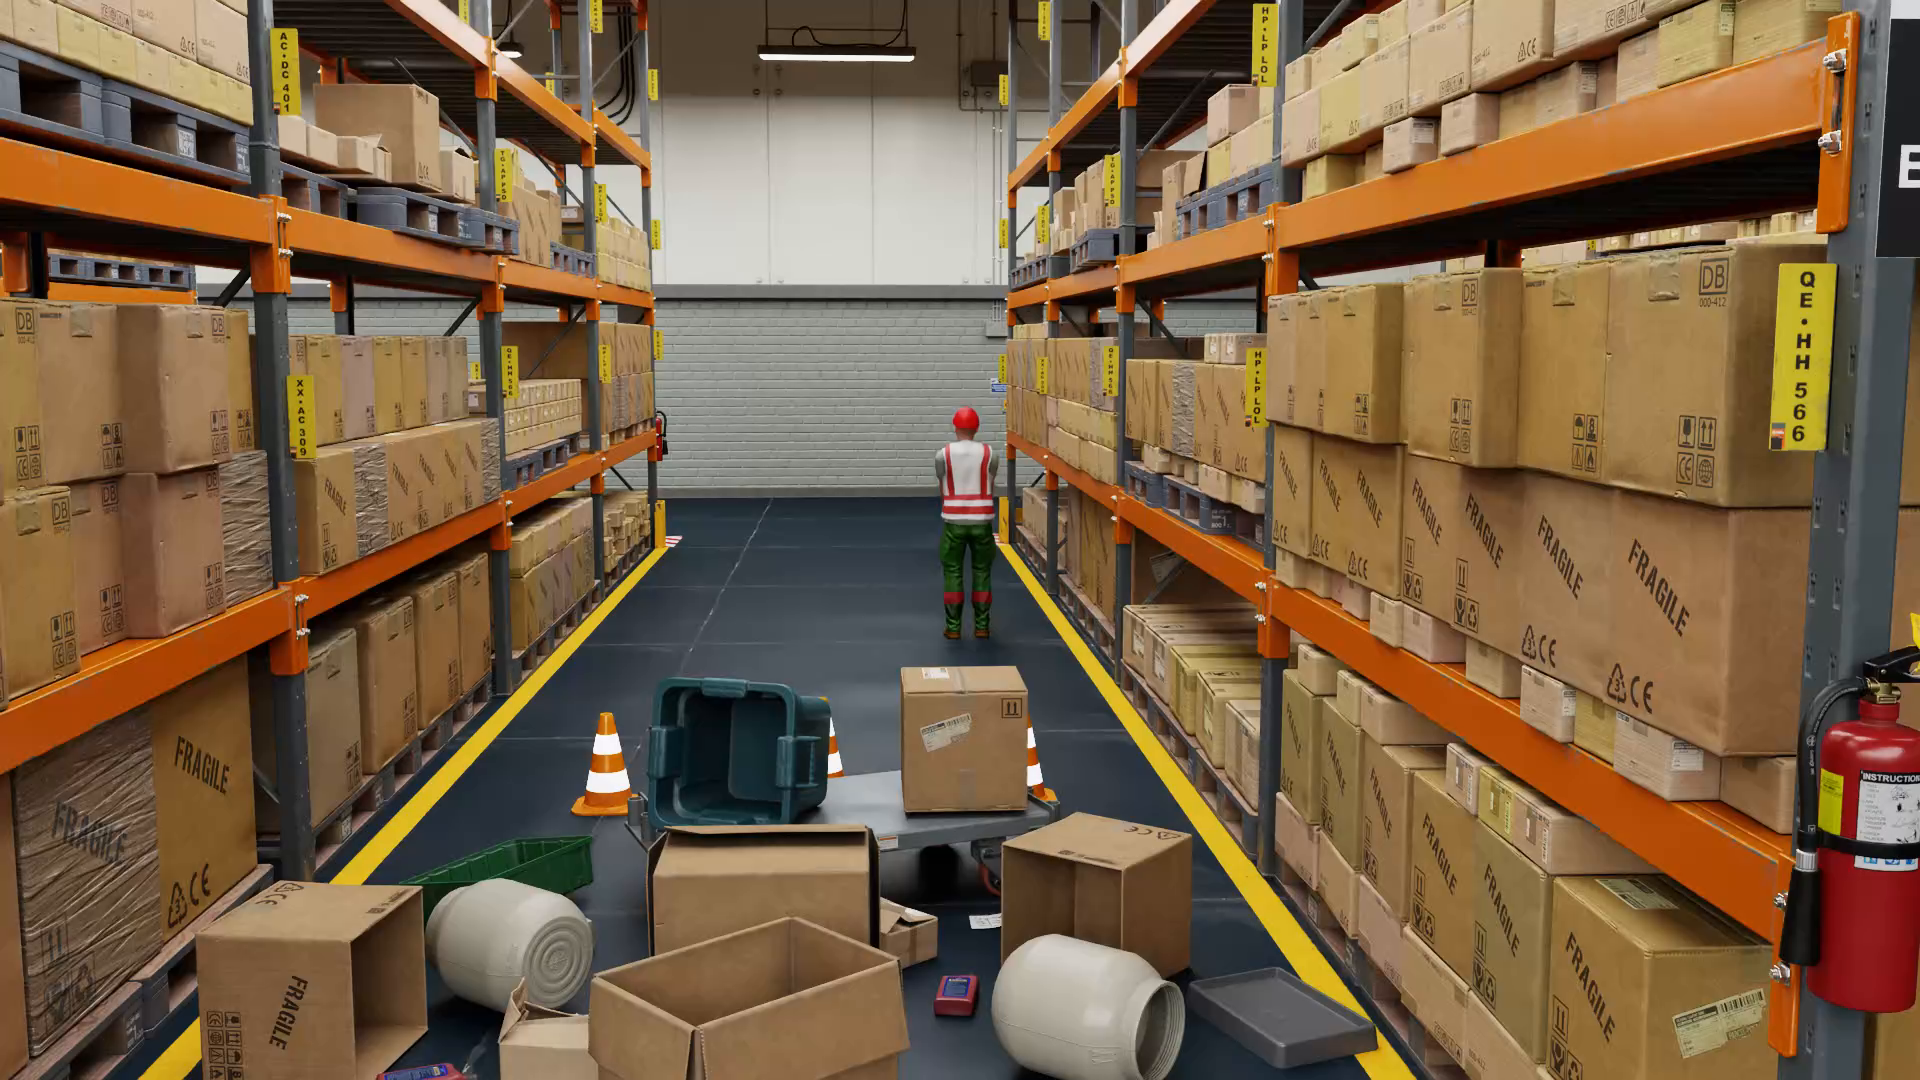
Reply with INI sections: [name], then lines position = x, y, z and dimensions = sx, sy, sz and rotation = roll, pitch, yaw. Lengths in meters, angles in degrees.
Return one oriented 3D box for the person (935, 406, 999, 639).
[person]
position = 0.045, -0.148, 12.891
dimensions = 0.495, 1.786, 0.558
rotation = 0, 7, -3
